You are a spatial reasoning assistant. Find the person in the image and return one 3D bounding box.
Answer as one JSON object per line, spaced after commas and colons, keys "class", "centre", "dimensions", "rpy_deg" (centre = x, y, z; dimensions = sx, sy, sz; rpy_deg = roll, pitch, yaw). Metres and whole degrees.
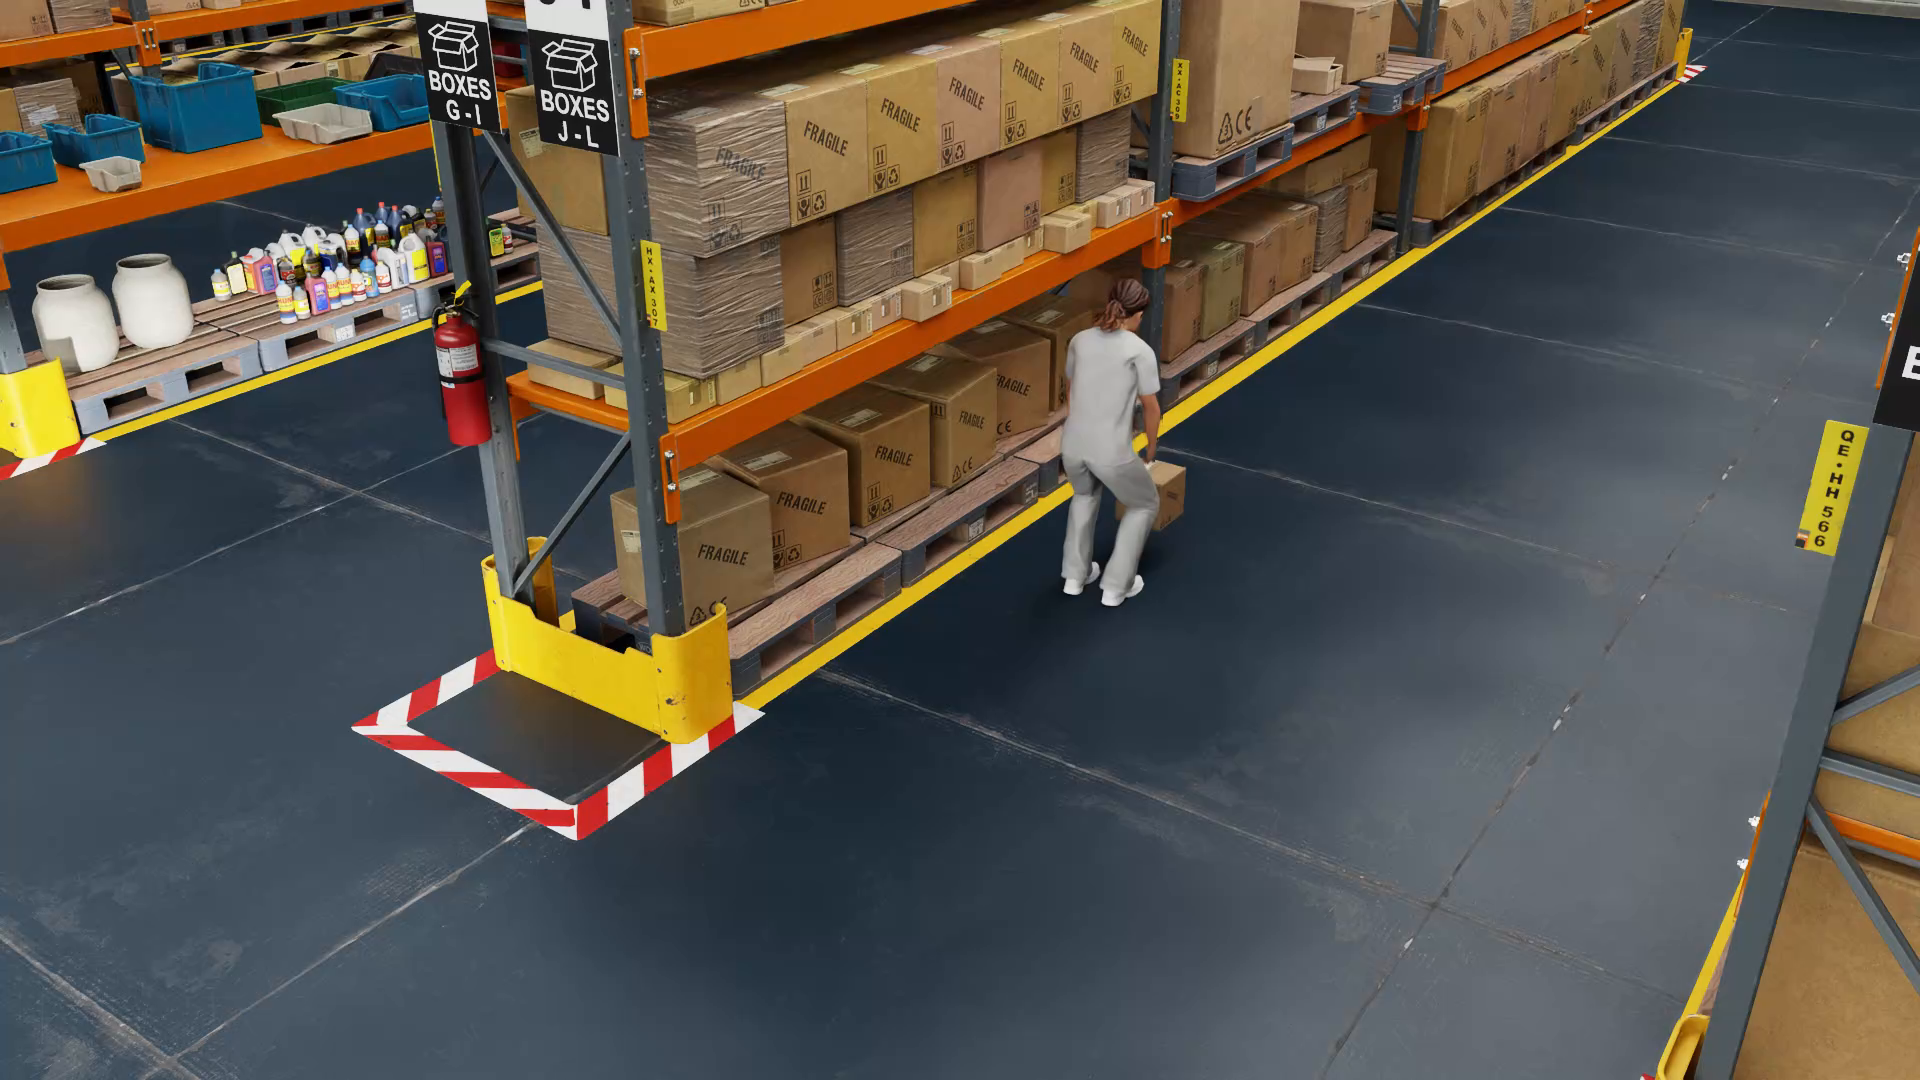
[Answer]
{"class": "person", "centre": [0.673, -0.445, 7.701], "dimensions": [0.486, 1.493, 0.554], "rpy_deg": [17, 32, 30]}
